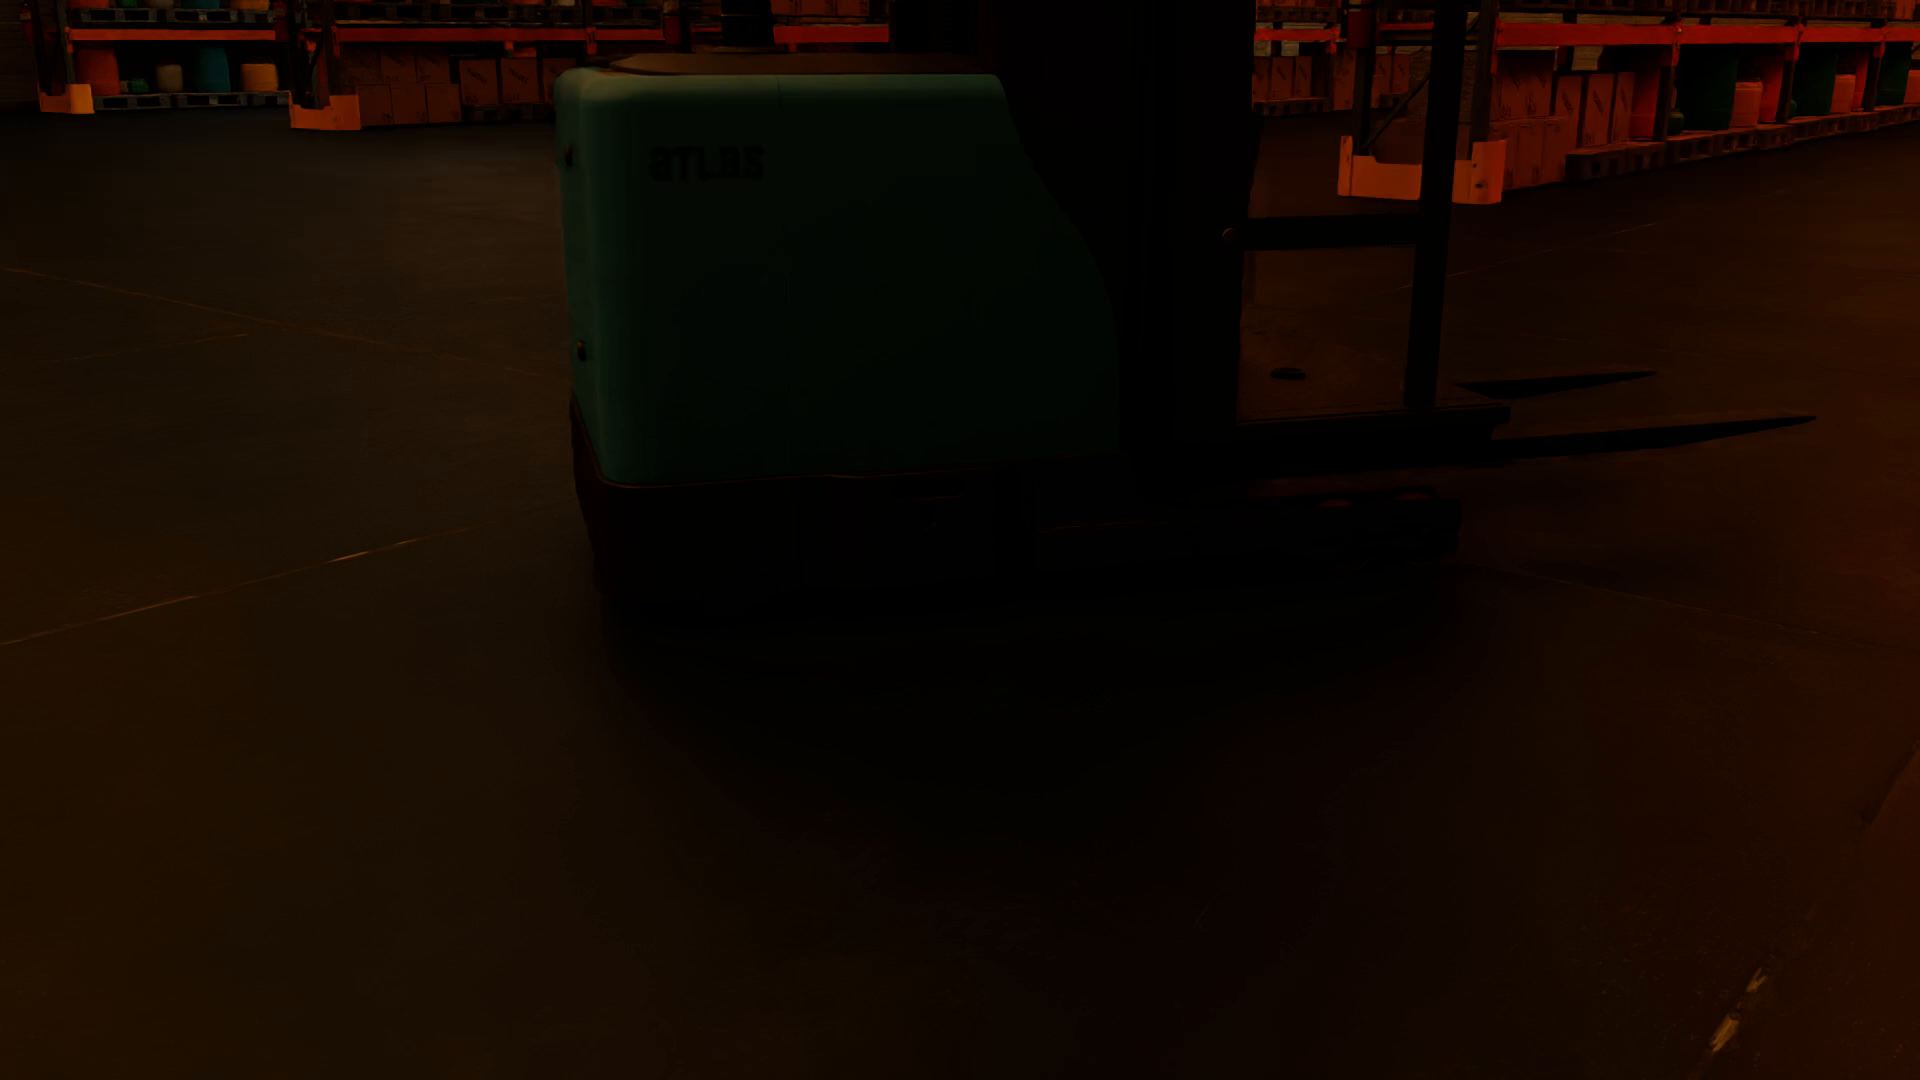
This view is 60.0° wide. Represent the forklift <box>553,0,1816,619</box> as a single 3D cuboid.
[{"bbox_3d":[0.620,-1.469,3.736,3.031,2.935,1.130,-5,18,-16],"label":"forklift"}]
